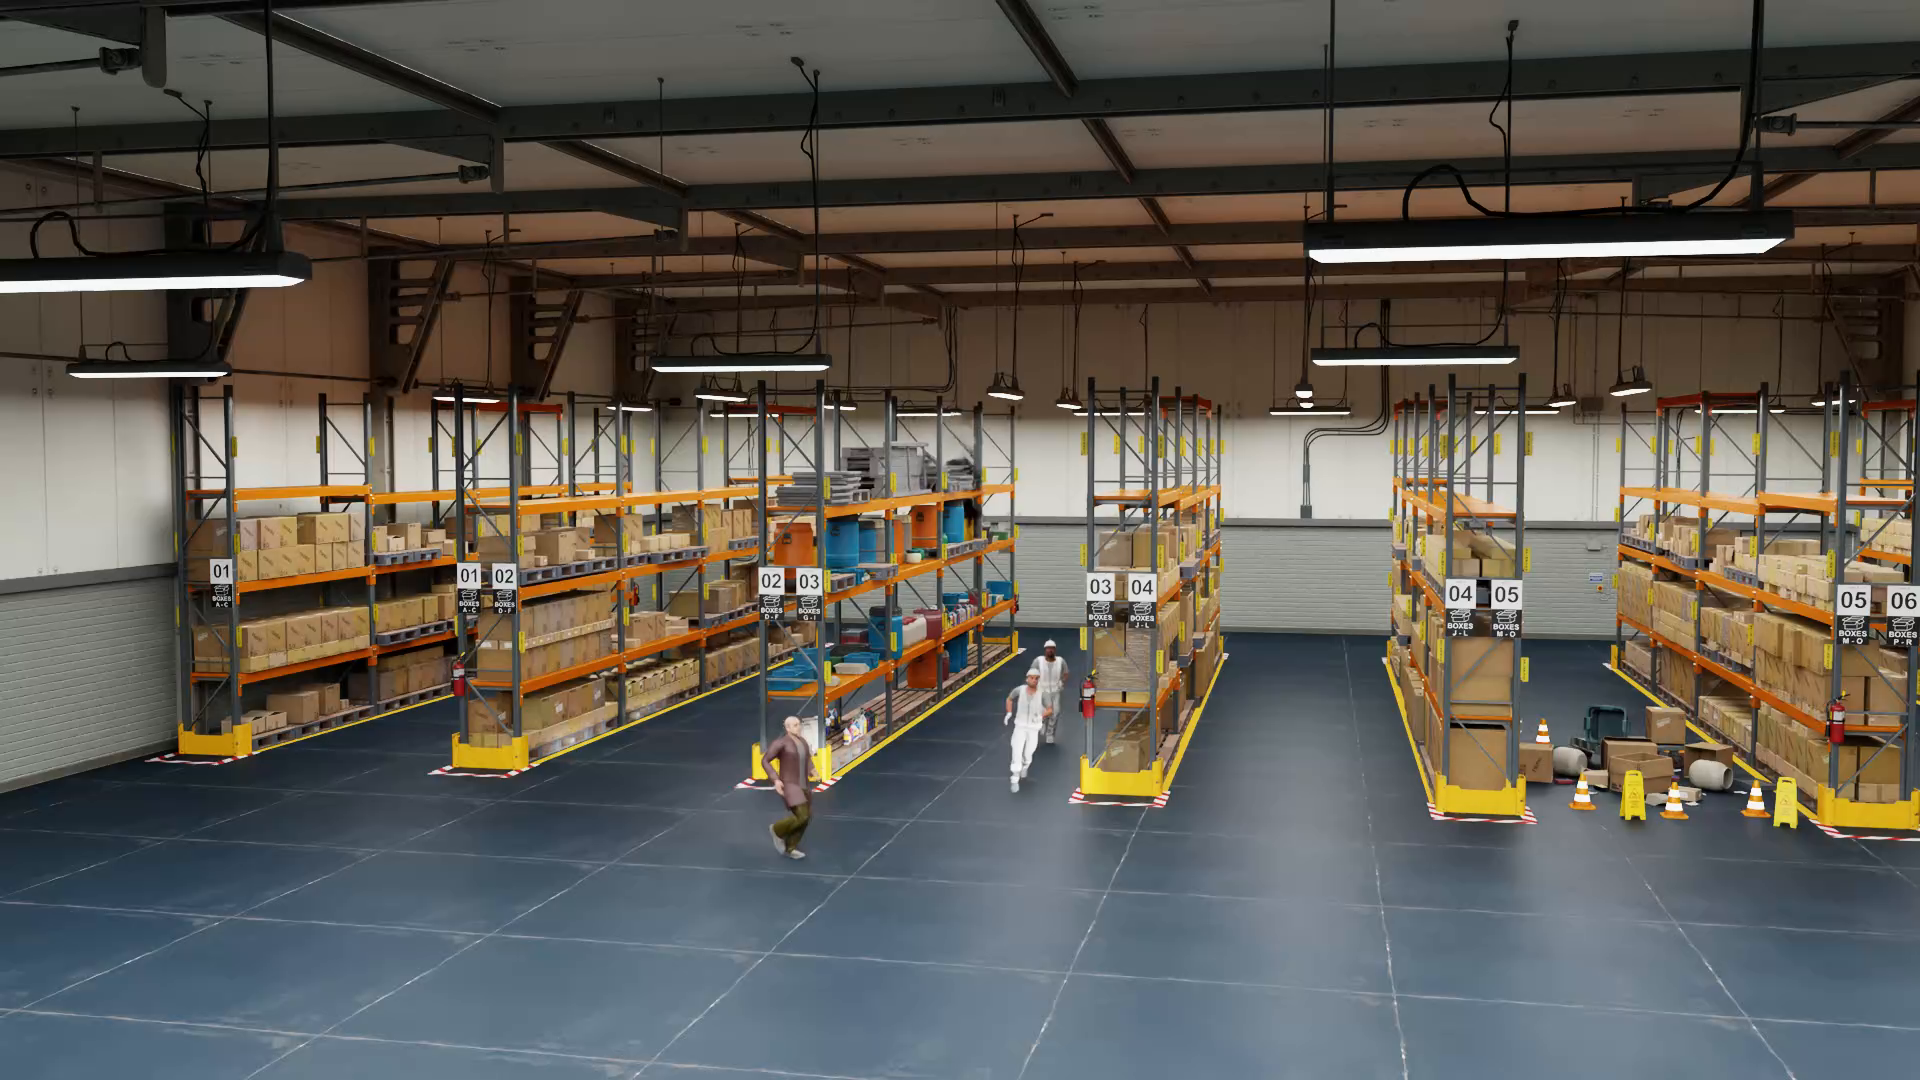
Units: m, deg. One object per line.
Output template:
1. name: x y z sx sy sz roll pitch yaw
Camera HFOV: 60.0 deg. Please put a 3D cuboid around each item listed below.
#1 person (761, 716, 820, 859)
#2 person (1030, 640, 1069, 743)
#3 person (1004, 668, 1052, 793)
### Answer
1. person: -1.988 3.006 20.154 0.628 1.732 0.704 2 4 36
2. person: 1.513 2.563 28.058 0.684 1.732 0.594 0 3 -2
3. person: 1.006 2.764 24.464 0.704 1.779 0.903 0 3 6
